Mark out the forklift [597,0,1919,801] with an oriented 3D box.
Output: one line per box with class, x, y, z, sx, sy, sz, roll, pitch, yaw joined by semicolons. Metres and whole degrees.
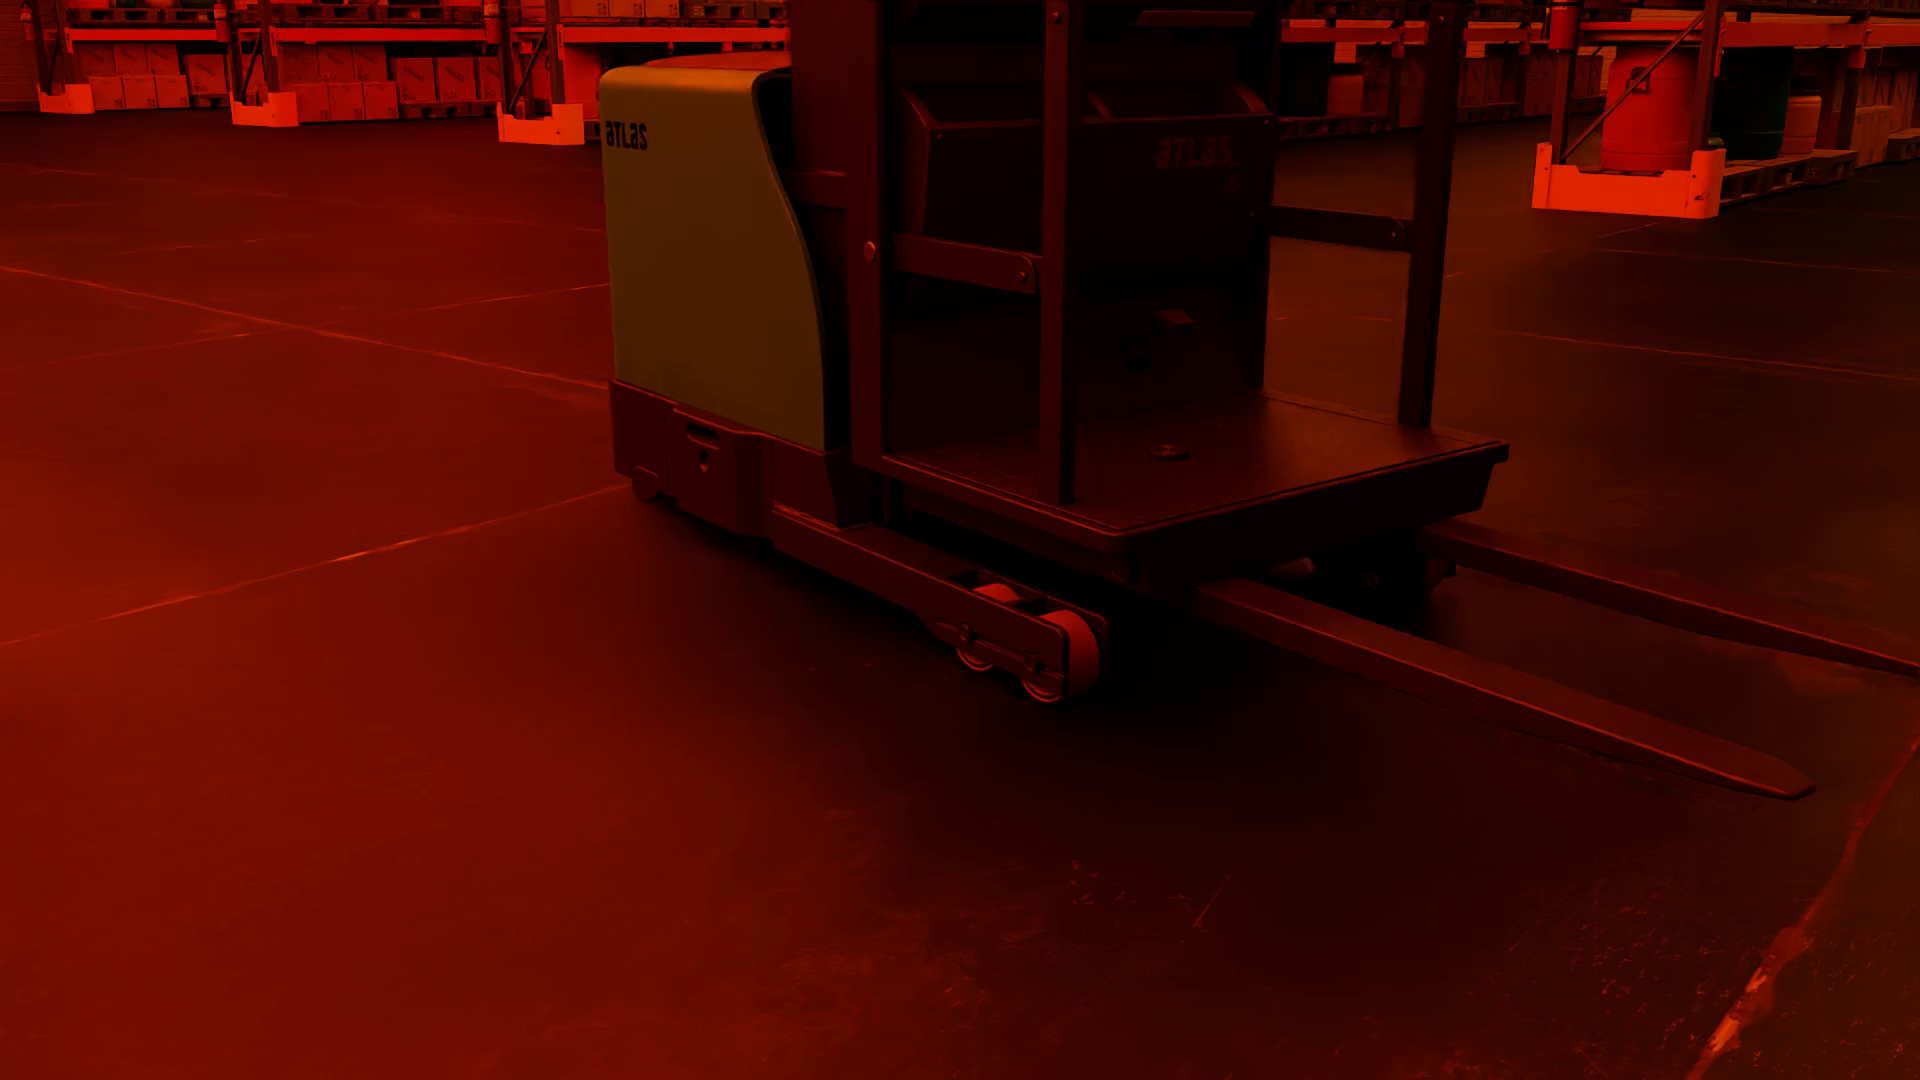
forklift;0.399;-1.272;3.086;1.130;2.935;3.031;-13;21;-36
